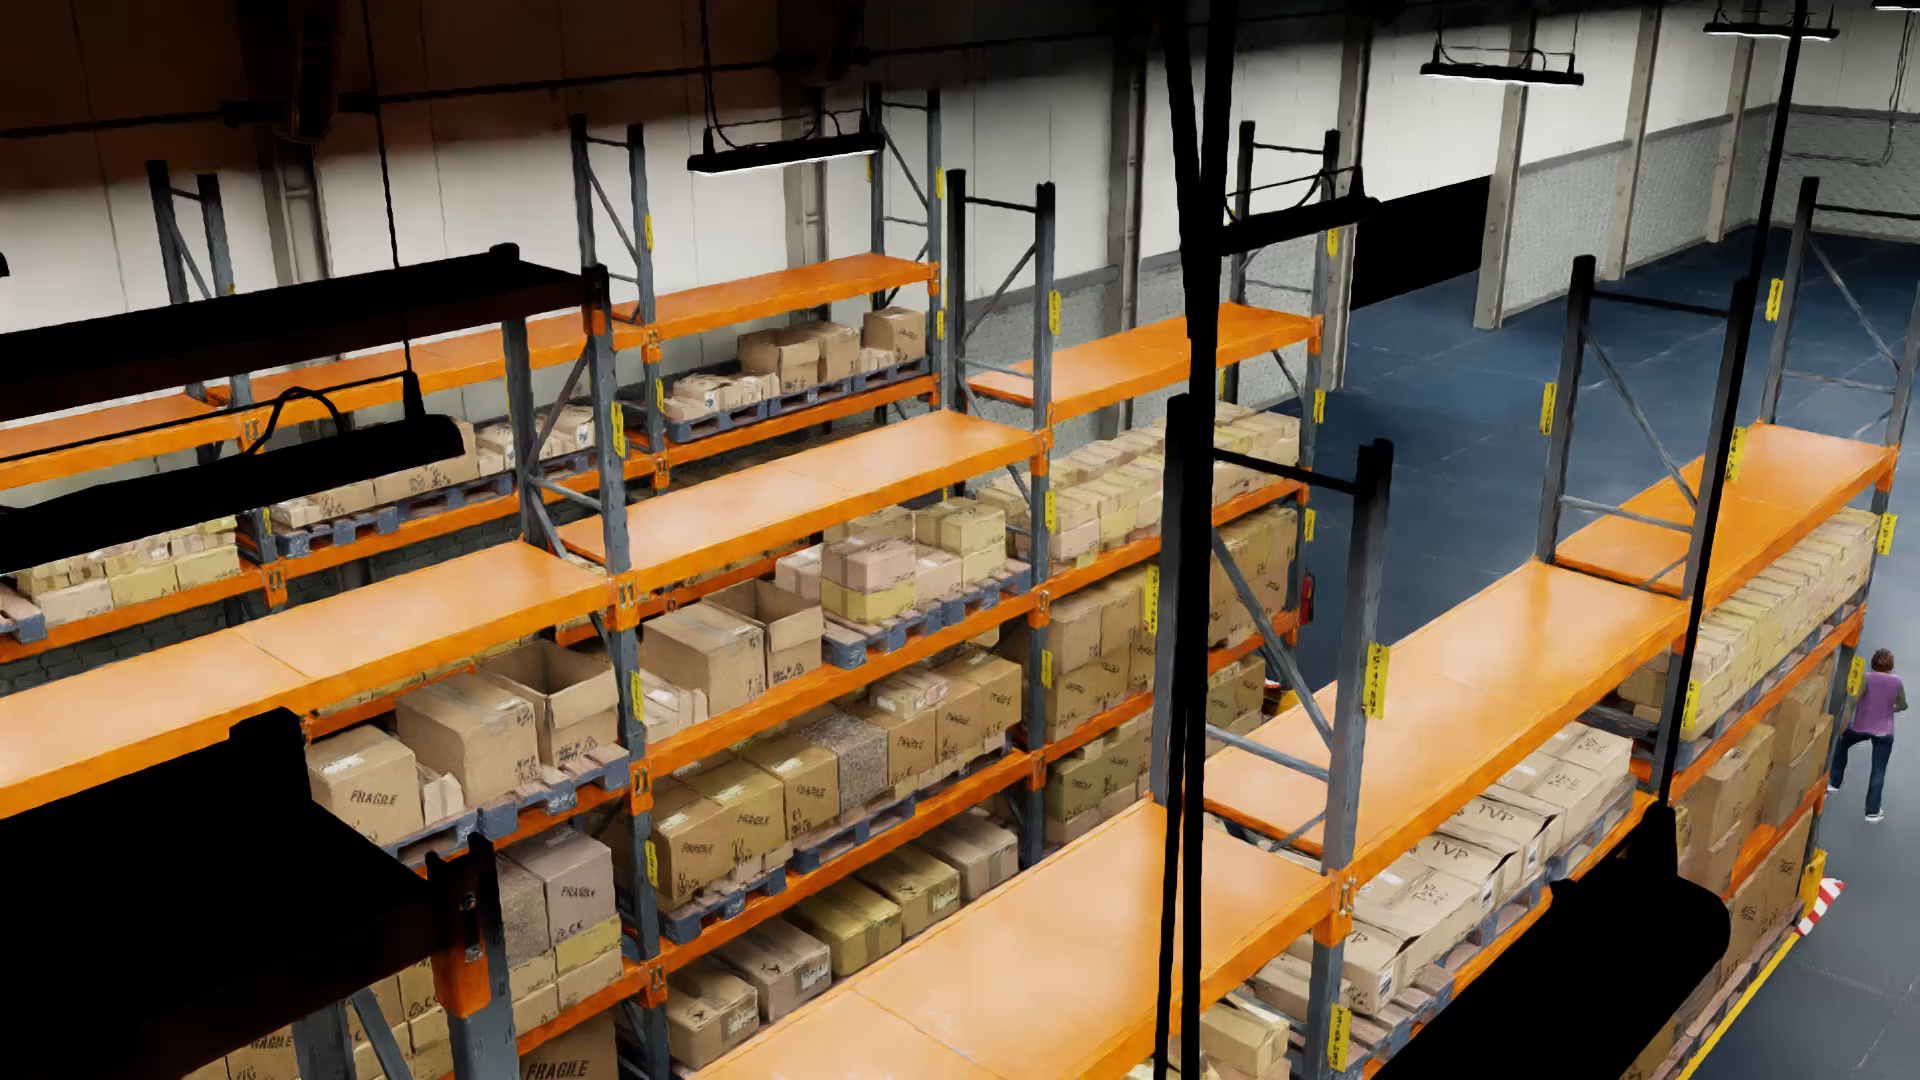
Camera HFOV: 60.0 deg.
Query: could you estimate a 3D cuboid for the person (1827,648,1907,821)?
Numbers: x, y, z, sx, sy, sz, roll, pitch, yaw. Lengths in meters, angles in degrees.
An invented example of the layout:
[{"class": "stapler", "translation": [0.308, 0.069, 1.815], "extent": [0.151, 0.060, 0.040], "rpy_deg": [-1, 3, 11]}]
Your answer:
[{"class": "person", "translation": [8.390, 1.753, 15.361], "extent": [0.572, 1.533, 0.755], "rpy_deg": [8, 23, 21]}]
